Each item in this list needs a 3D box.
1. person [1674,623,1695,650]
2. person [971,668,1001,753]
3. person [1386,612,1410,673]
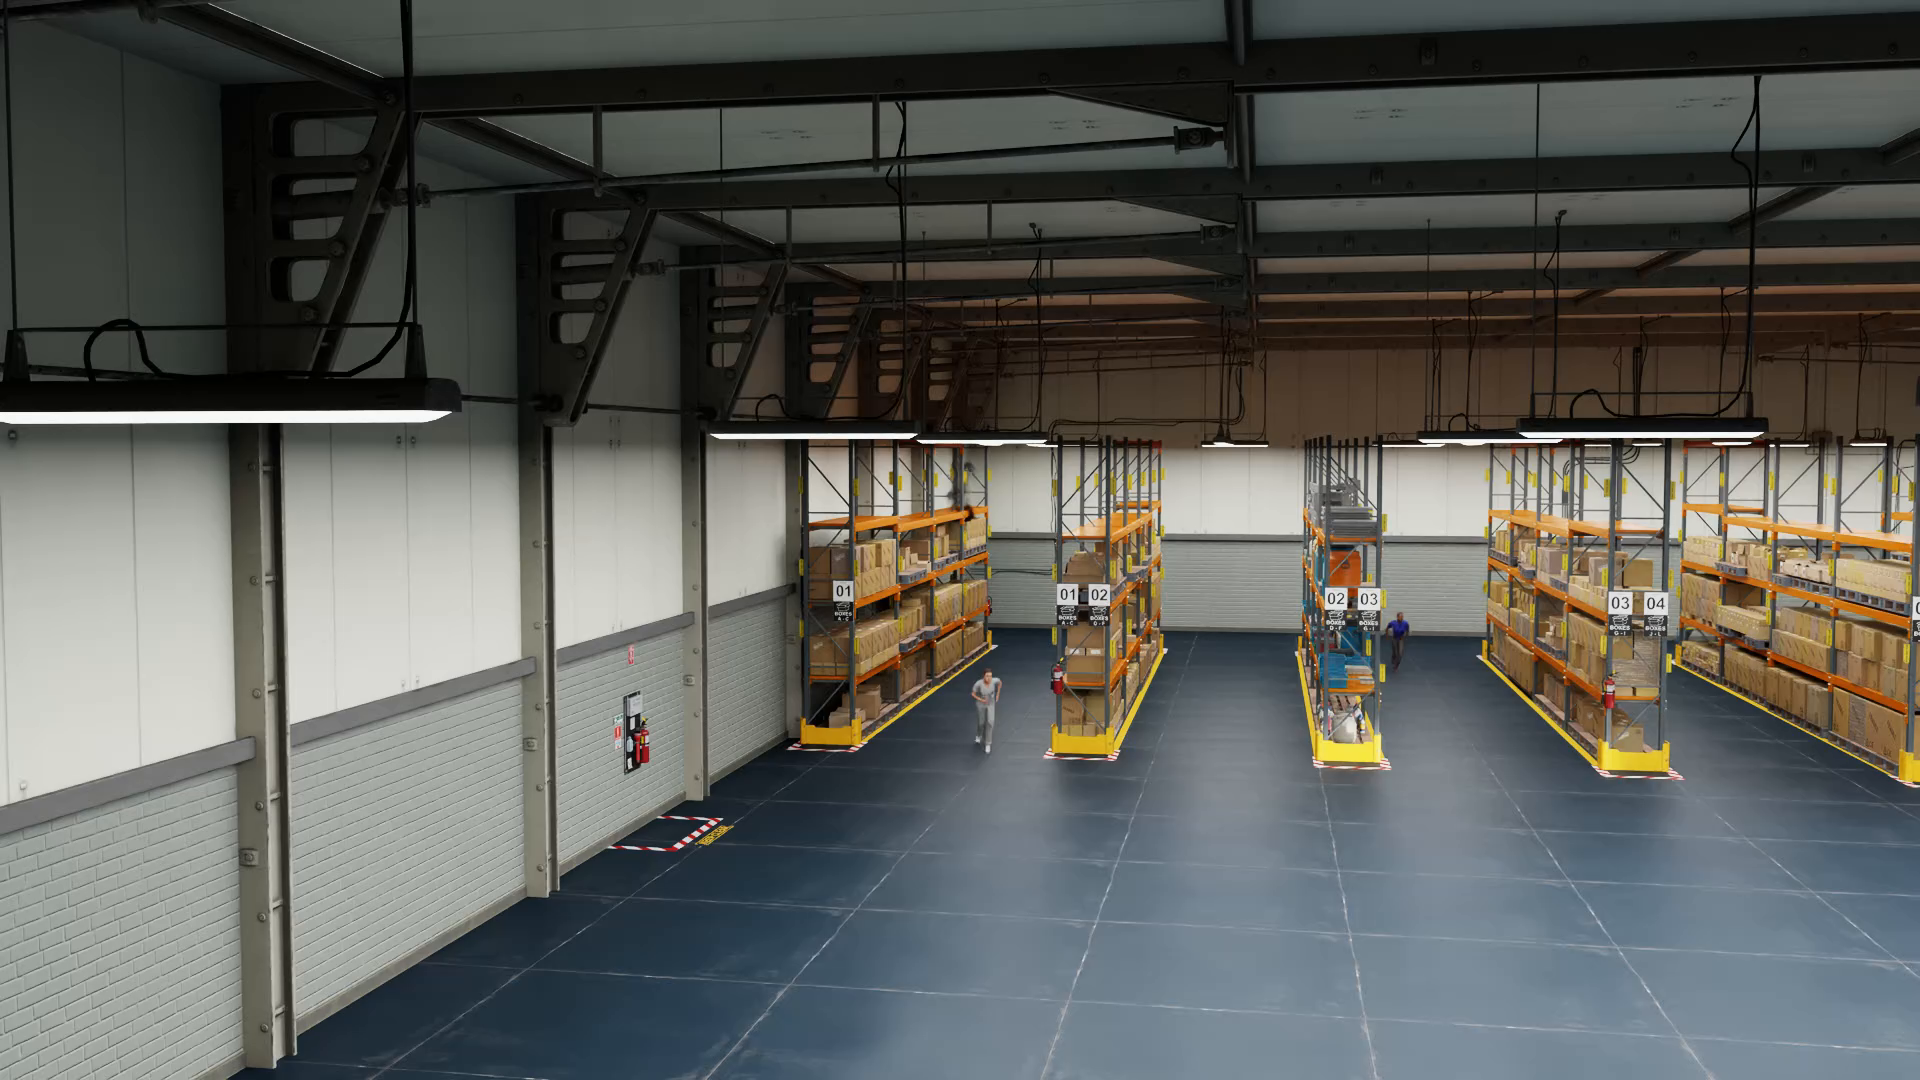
[{"bbox_3d":[19.857,2.403,45.485,0.538,1.713,0.696,-1,3,-10],"label":"person"},{"bbox_3d":[0.476,3.227,31.882,0.606,1.626,0.930,-1,3,-13],"label":"person"},{"bbox_3d":[11.280,2.637,42.832,0.564,1.586,0.693,0,3,0],"label":"person"}]
